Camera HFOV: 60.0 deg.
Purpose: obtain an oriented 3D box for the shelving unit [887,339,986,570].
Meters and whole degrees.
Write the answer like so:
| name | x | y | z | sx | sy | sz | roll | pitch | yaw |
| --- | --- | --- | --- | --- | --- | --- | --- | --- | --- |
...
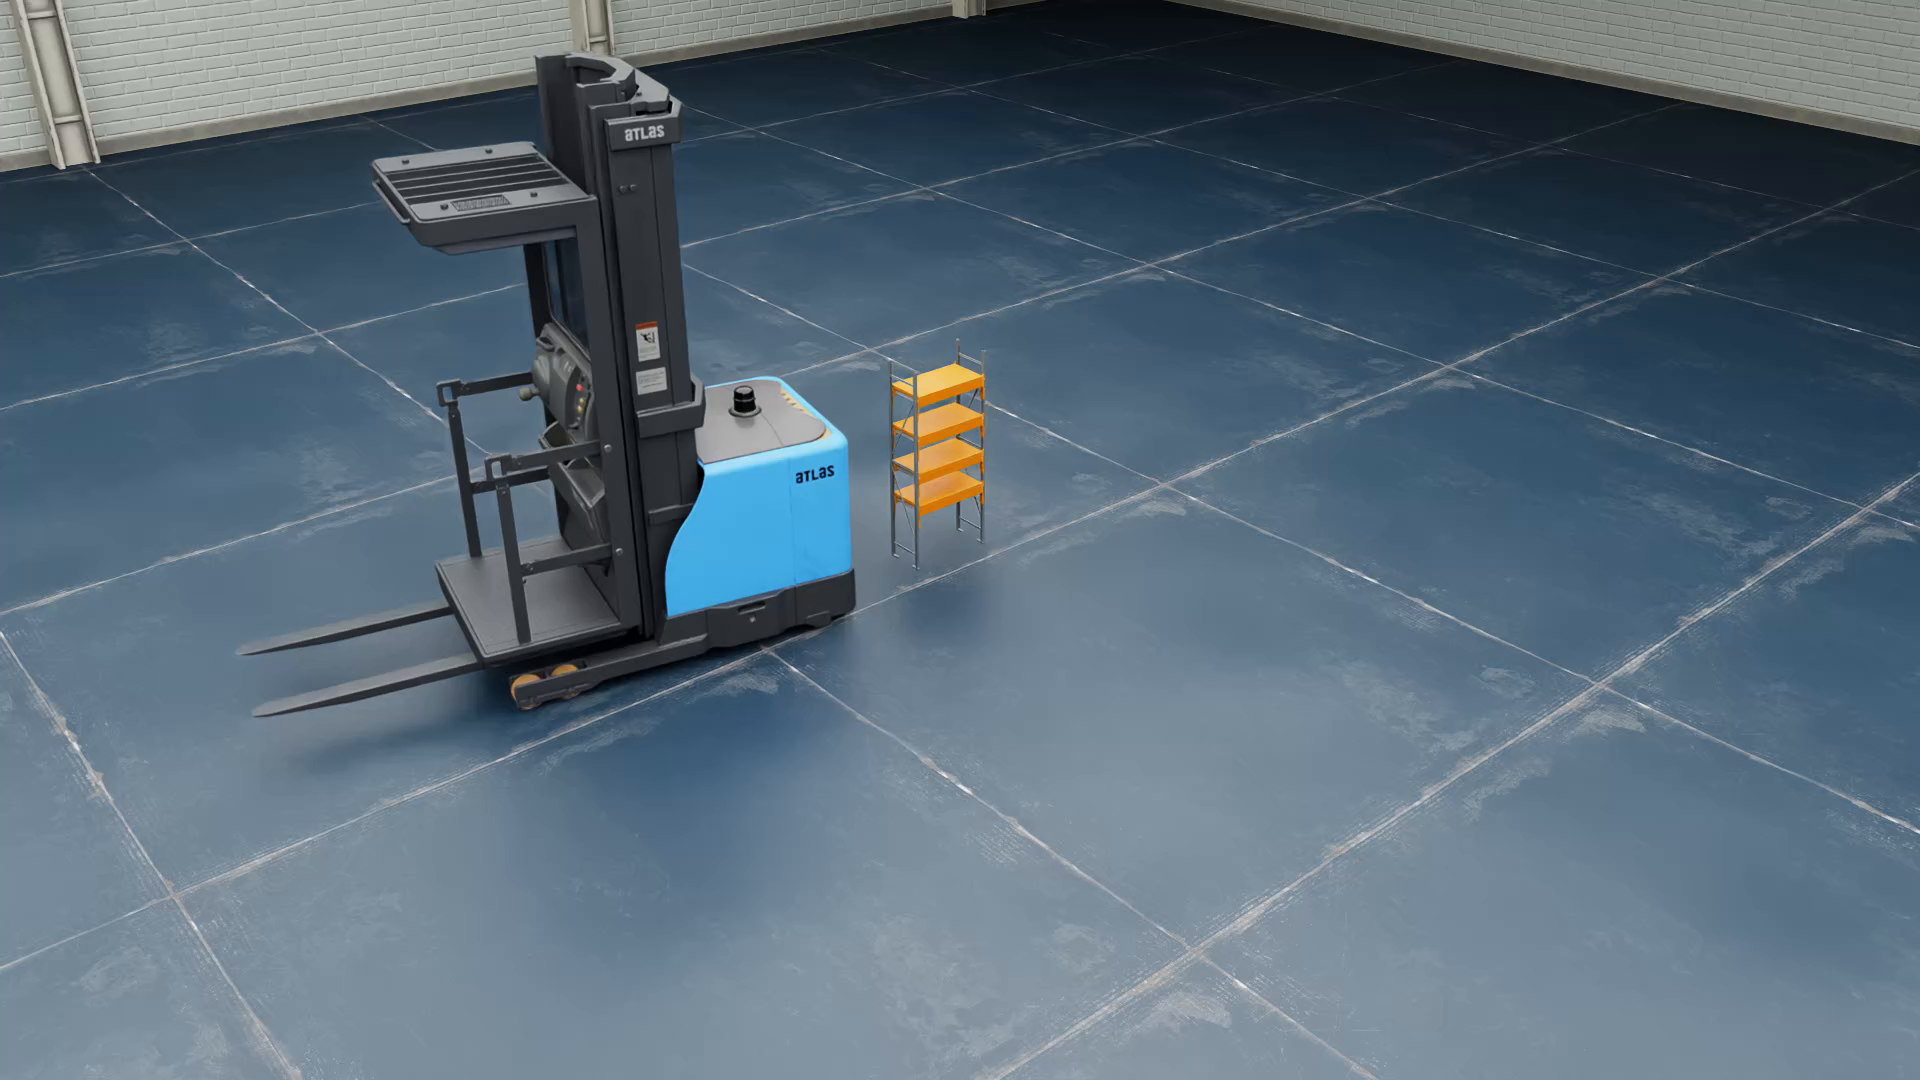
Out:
| name | x | y | z | sx | sy | sz | roll | pitch | yaw |
| --- | --- | --- | --- | --- | --- | --- | --- | --- | --- |
| shelving unit | -0.126 | -0.479 | 9.372 | 0.503 | 1.200 | 0.258 | -22 | 35 | -35 |

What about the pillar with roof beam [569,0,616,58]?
| name | x | y | z | sx | sy | sz | roll | pitch | yaw |
| --- | --- | --- | --- | --- | --- | --- | --- | --- | --- |
| pillar with roof beam | -1.647 | -8.106 | 15.370 | 0.400 | 9.000 | 9.100 | -22 | 35 | -35 |

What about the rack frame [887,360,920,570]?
| name | x | y | z | sx | sy | sz | roll | pitch | yaw |
| --- | --- | --- | --- | --- | --- | --- | --- | --- | --- |
| rack frame | -0.312 | -0.404 | 9.233 | 0.015 | 1.200 | 0.240 | -22 | 35 | -35 |

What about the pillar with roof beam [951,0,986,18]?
| name | x | y | z | sx | sy | sz | roll | pitch | yaw |
| --- | --- | --- | --- | --- | --- | --- | --- | --- | --- |
| pillar with roof beam | 2.918 | -9.941 | 18.804 | 0.400 | 9.000 | 9.100 | -22 | 35 | -35 |

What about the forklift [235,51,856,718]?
| name | x | y | z | sx | sy | sz | roll | pitch | yaw |
| --- | --- | --- | --- | --- | --- | --- | --- | --- | --- |
| forklift | -2.107 | -0.746 | 8.036 | 3.031 | 2.935 | 1.130 | -14 | 31 | -24 |

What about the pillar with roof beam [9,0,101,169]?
| name | x | y | z | sx | sy | sz | roll | pitch | yaw |
| --- | --- | --- | --- | --- | --- | --- | --- | --- | --- |
| pillar with roof beam | -6.211 | -6.270 | 11.935 | 0.400 | 9.000 | 9.100 | -22 | 35 | -35 |

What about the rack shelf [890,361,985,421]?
| name | x | y | z | sx | sy | sz | roll | pitch | yaw |
| --- | --- | --- | --- | --- | --- | --- | --- | --- | --- |
| rack shelf | -0.126 | -0.825 | 9.187 | 0.480 | 0.148 | 0.258 | -22 | 35 | -35 |

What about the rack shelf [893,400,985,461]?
| name | x | y | z | sx | sy | sz | roll | pitch | yaw |
| --- | --- | --- | --- | --- | --- | --- | --- | --- | --- |
| rack shelf | -0.126 | -0.616 | 9.299 | 0.480 | 0.148 | 0.258 | -22 | 35 | -35 |

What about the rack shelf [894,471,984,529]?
| name | x | y | z | sx | sy | sz | roll | pitch | yaw |
| --- | --- | --- | --- | --- | --- | --- | --- | --- | --- |
| rack shelf | -0.126 | -0.244 | 9.498 | 0.480 | 0.148 | 0.258 | -22 | 35 | -35 |

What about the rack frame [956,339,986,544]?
| name | x | y | z | sx | sy | sz | roll | pitch | yaw |
| --- | --- | --- | --- | --- | --- | --- | --- | --- | --- |
| rack frame | 0.060 | -0.553 | 9.512 | 0.015 | 1.200 | 0.240 | -22 | 35 | -35 |

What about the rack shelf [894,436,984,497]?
| name | x | y | z | sx | sy | sz | roll | pitch | yaw |
| --- | --- | --- | --- | --- | --- | --- | --- | --- | --- |
| rack shelf | -0.126 | -0.419 | 9.404 | 0.480 | 0.148 | 0.258 | -22 | 35 | -35 |
